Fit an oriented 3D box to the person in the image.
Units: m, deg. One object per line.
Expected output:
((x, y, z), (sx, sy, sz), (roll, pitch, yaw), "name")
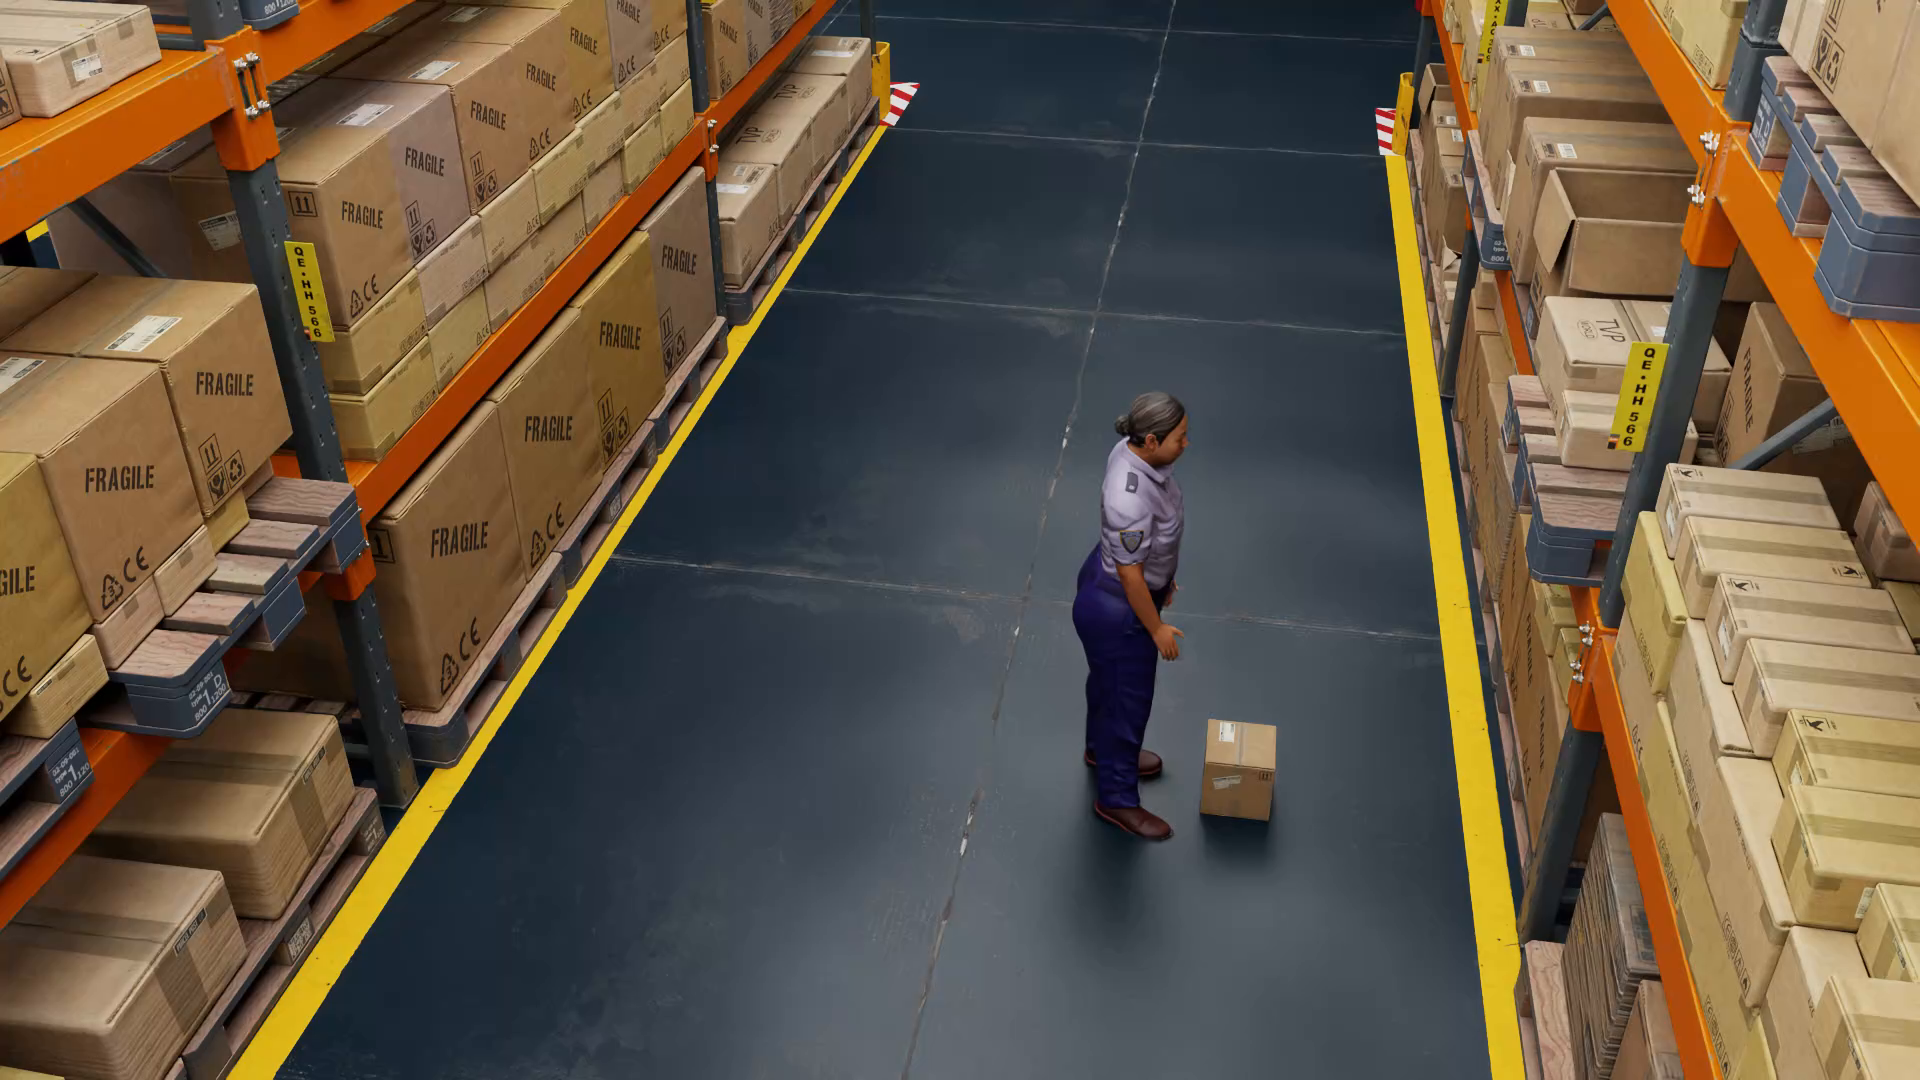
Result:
((0.601, 0.247, 5.791), (0.411, 1.661, 0.527), (5, 33, 8), "person")
